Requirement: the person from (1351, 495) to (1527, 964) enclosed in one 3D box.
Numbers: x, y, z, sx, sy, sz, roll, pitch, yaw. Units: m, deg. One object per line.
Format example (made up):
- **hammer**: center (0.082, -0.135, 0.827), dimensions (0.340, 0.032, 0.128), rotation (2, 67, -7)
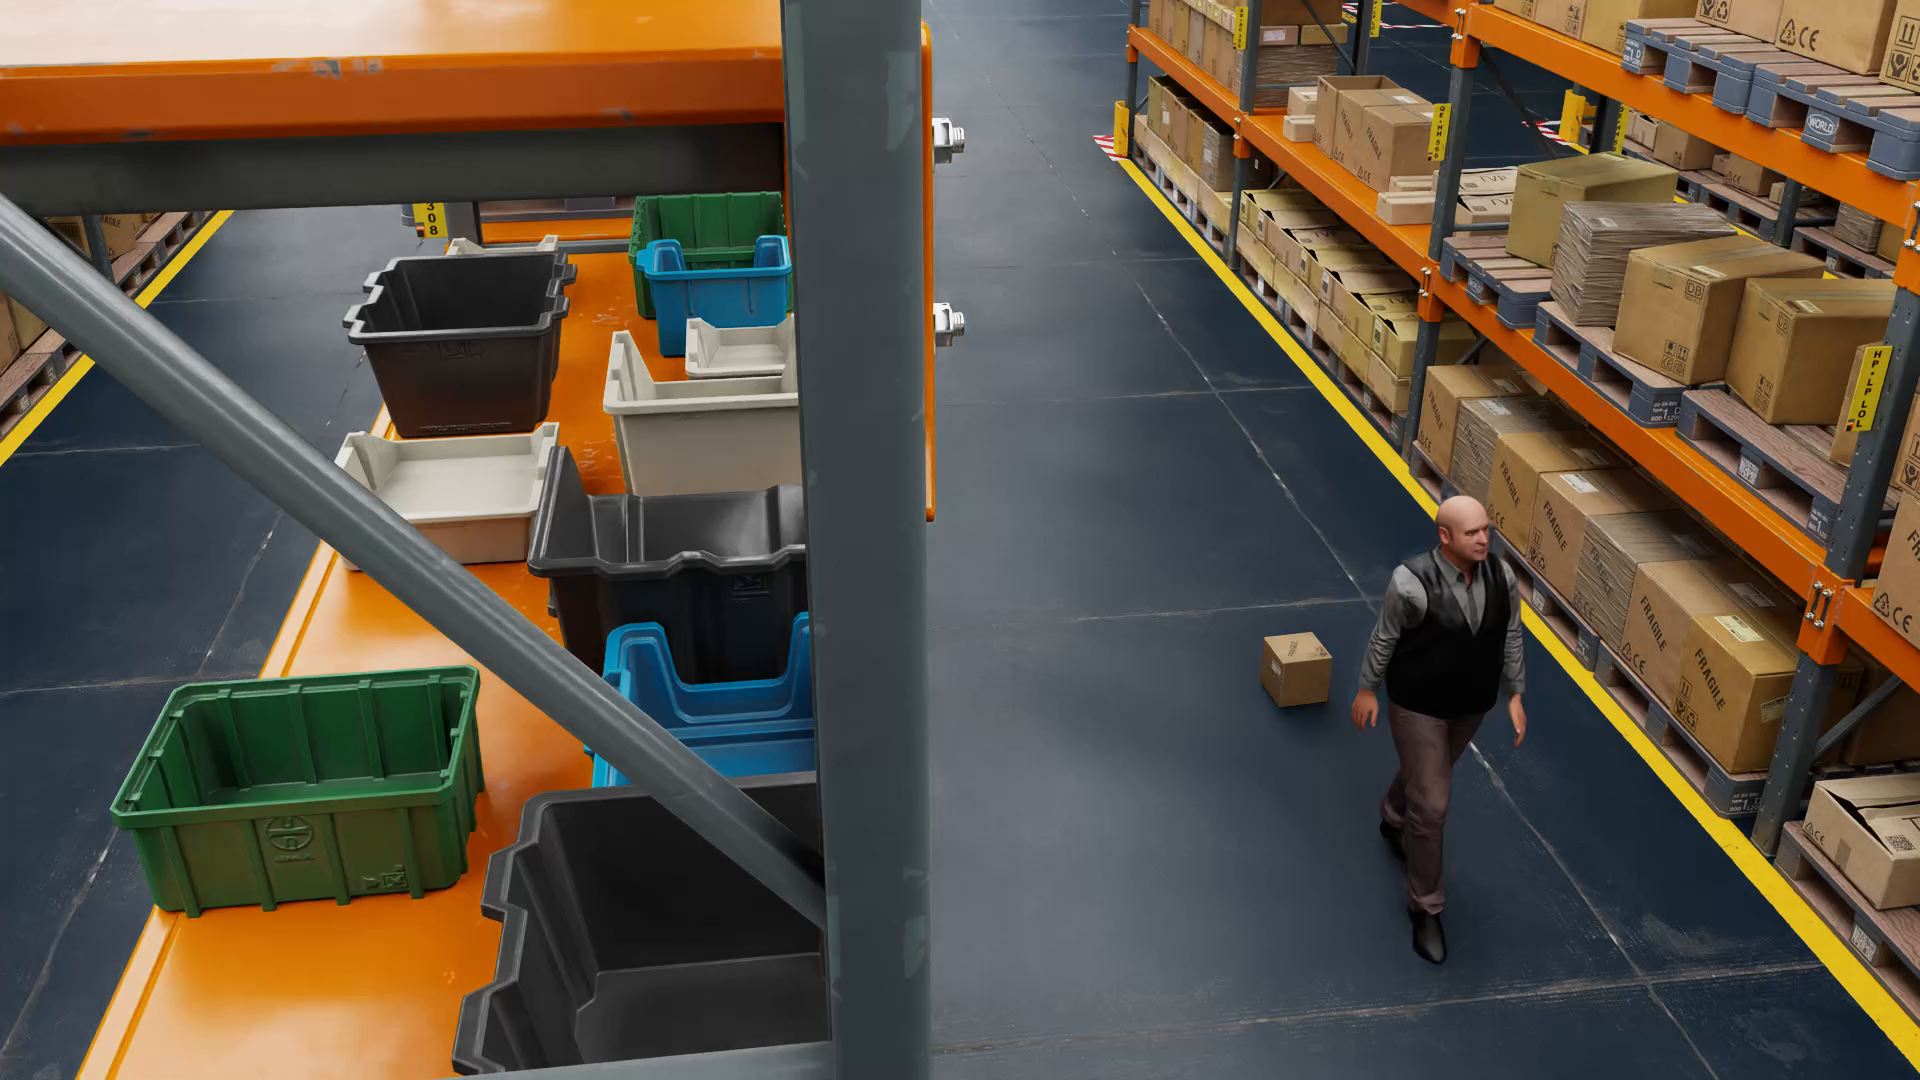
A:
- **person**: center (1.870, 0.663, 6.355), dimensions (0.580, 1.747, 0.797), rotation (-9, 28, -18)
